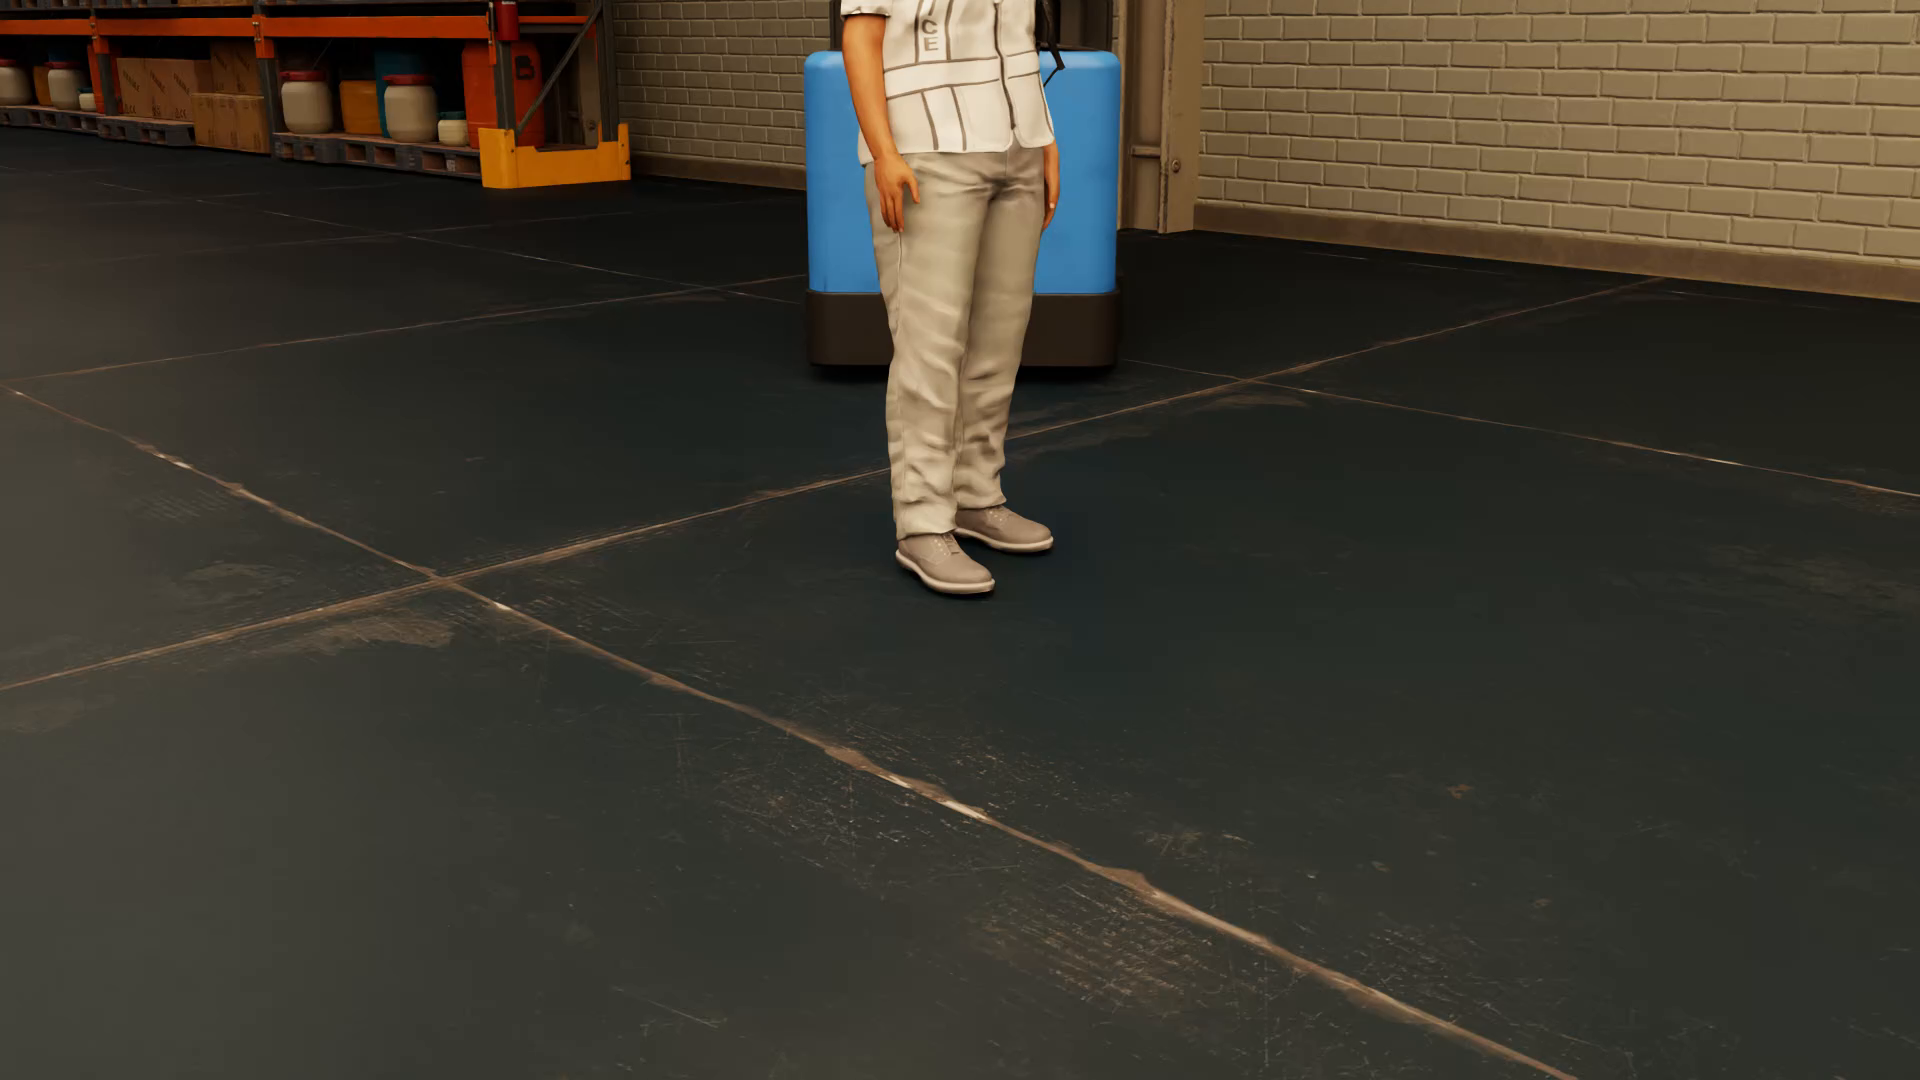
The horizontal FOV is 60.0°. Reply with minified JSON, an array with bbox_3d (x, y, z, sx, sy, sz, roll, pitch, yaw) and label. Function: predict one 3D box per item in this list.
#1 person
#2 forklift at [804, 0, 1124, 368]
[{"bbox_3d":[0.039,-0.783,3.580,0.529,1.670,0.599,16,23,42],"label":"person"},{"bbox_3d":[0.051,-2.354,6.557,1.130,2.935,3.031,1,17,2],"label":"forklift"}]
